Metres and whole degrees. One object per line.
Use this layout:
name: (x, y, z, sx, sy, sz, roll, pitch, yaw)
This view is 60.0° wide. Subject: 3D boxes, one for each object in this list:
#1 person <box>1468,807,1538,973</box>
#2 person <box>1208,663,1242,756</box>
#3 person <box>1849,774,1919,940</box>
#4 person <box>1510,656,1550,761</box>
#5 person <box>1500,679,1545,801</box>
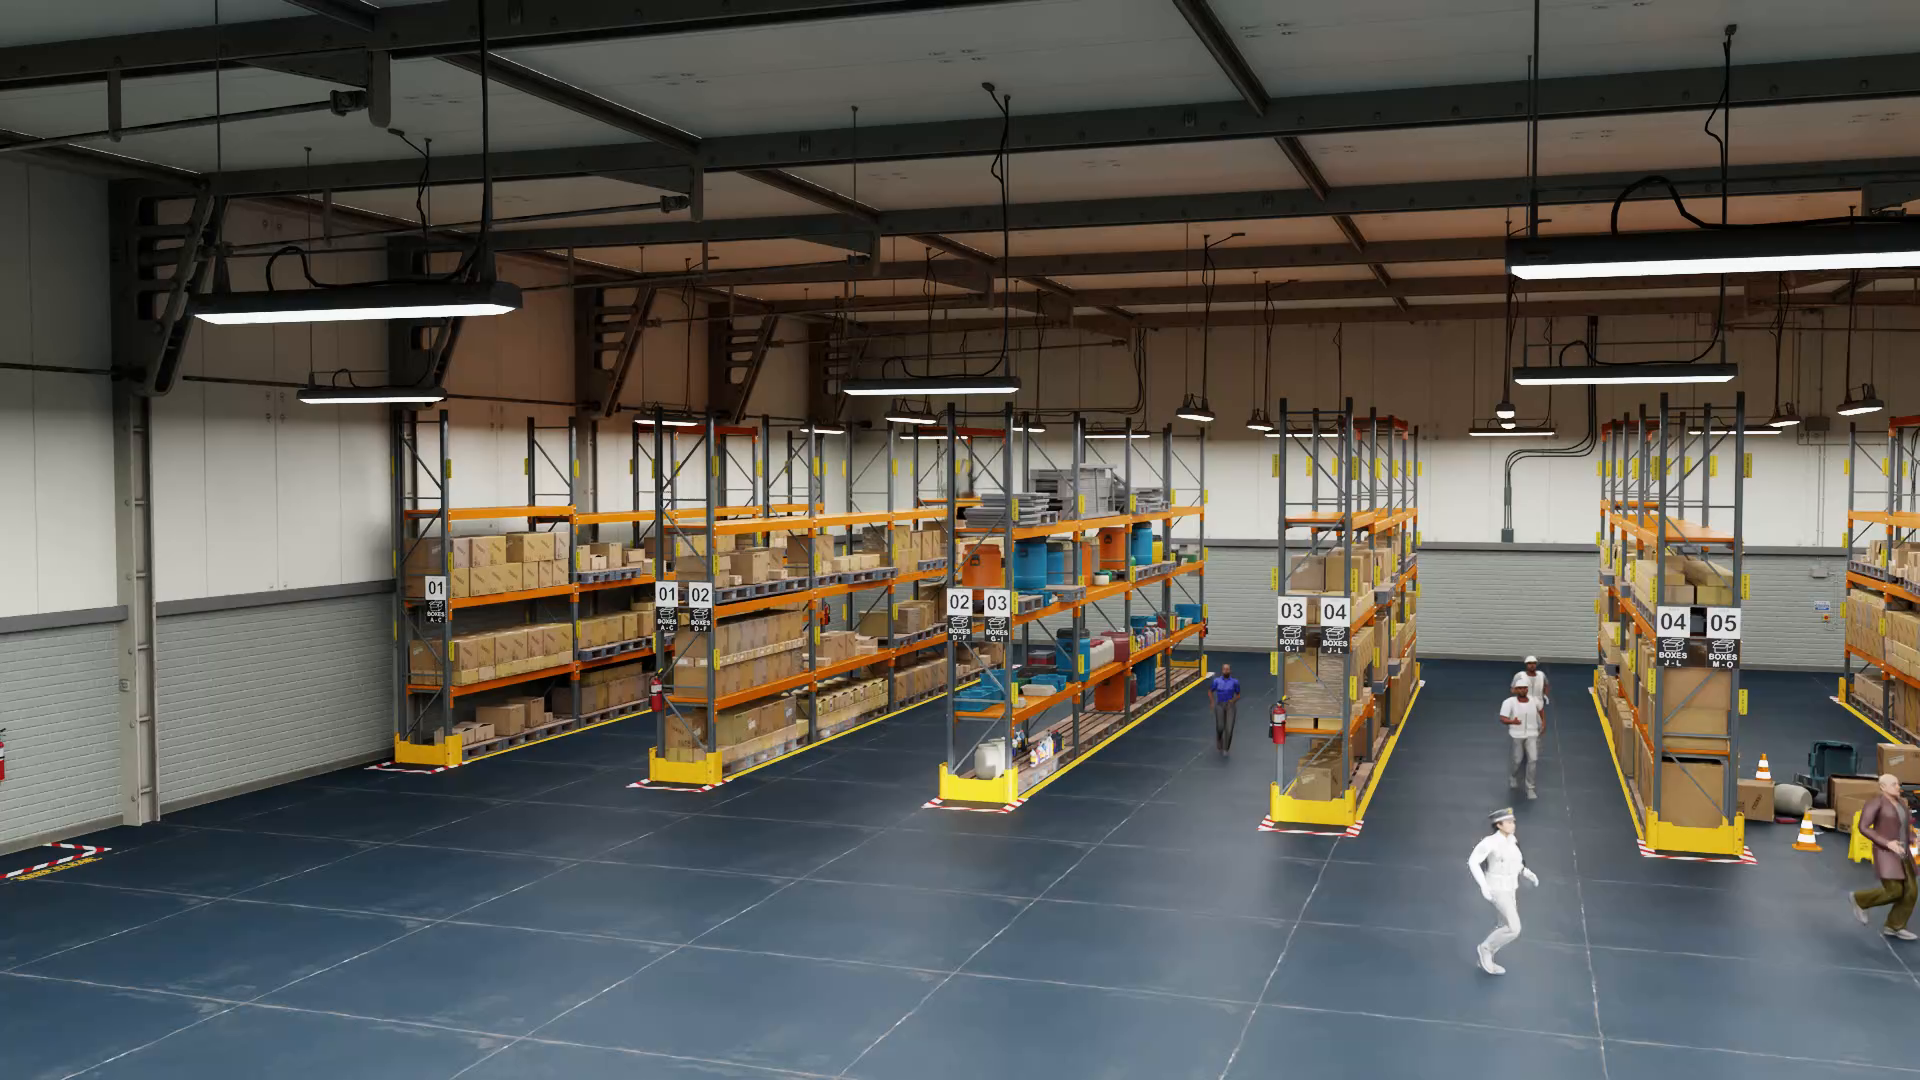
person: (5.388, 3.460, 16.406, 0.623, 1.661, 0.560, -2, 3, -44)
person: (4.613, 2.955, 28.926, 0.567, 1.614, 0.549, 0, 2, 7)
person: (9.942, 3.368, 17.820, 0.713, 1.727, 0.707, -1, 3, -24)
person: (9.888, 2.854, 28.826, 0.681, 1.705, 0.796, 0, 2, 8)
person: (8.650, 3.028, 25.509, 0.704, 1.785, 0.896, 0, 2, 9)
